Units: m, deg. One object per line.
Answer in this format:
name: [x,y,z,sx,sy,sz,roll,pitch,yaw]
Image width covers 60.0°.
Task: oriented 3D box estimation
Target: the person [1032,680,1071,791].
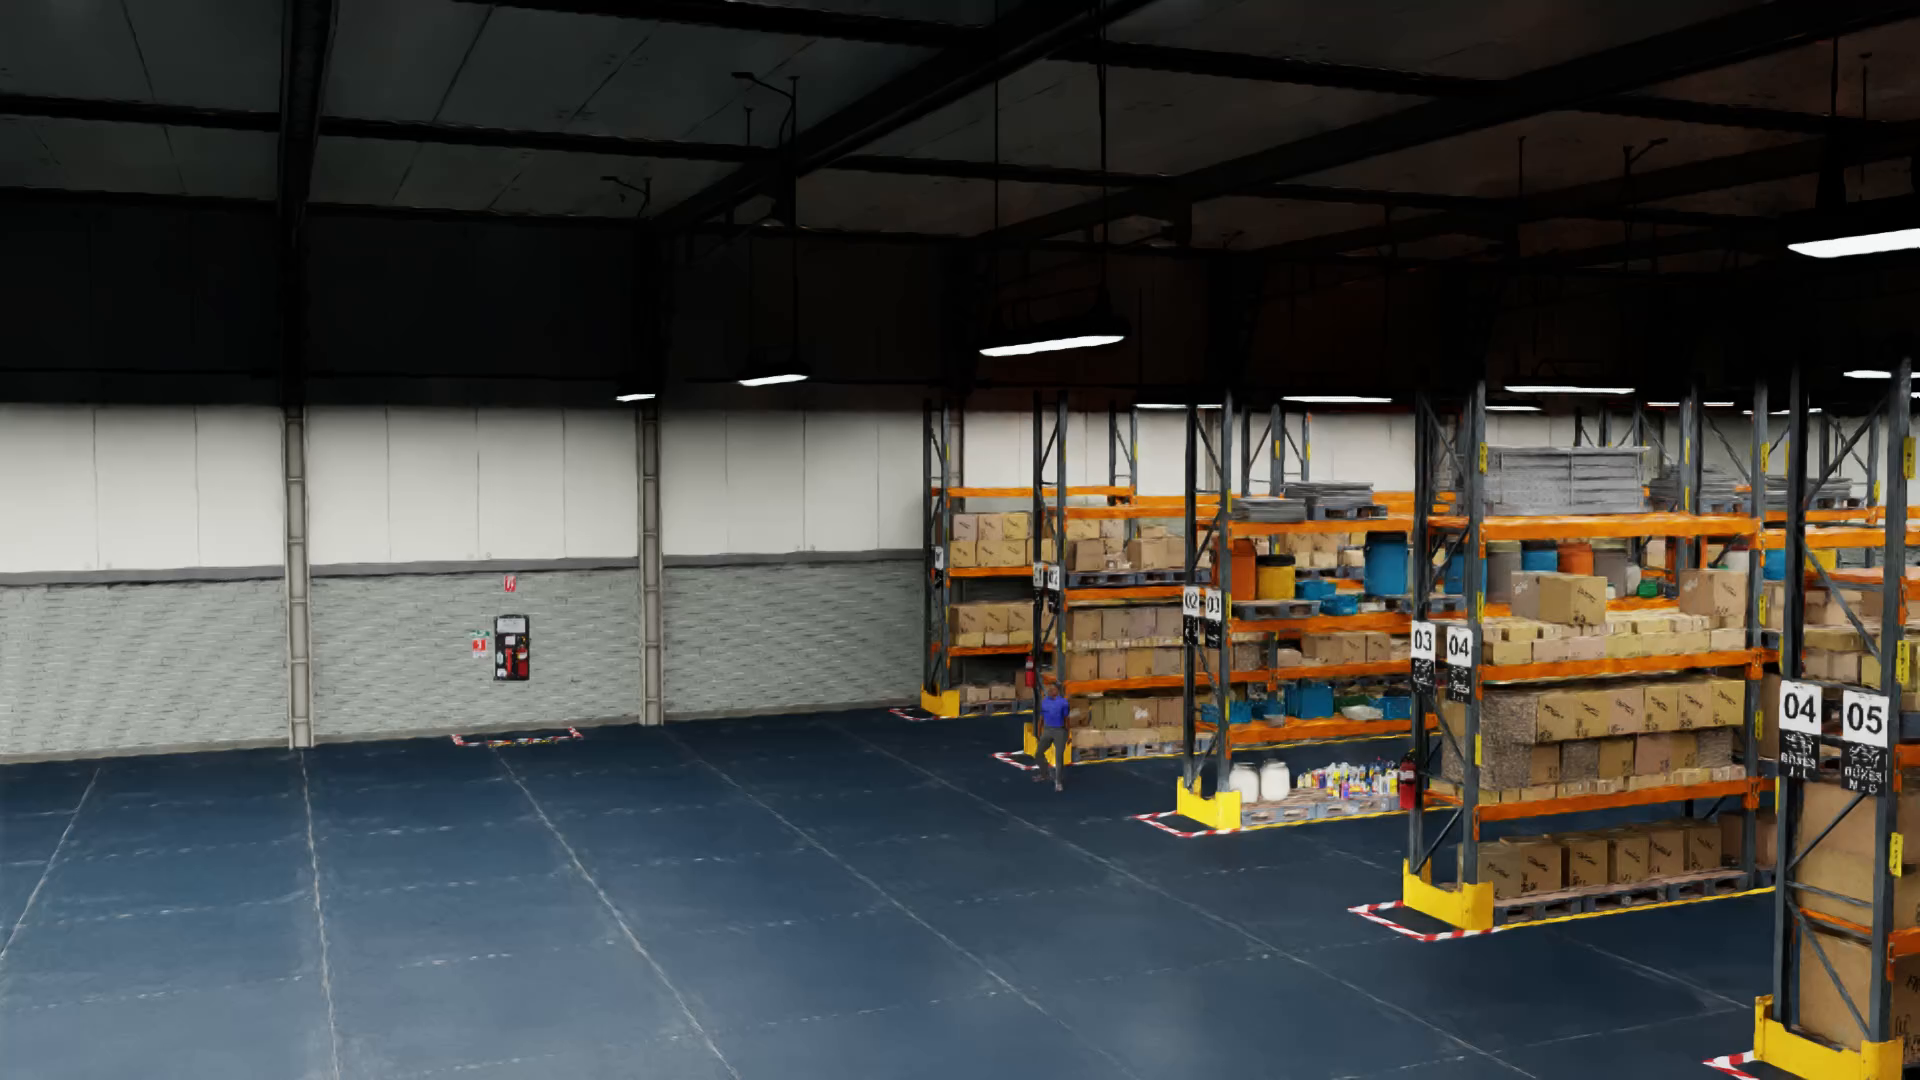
person: [1.339,2.882,24.810,0.647,1.651,0.492,2,4,24]
